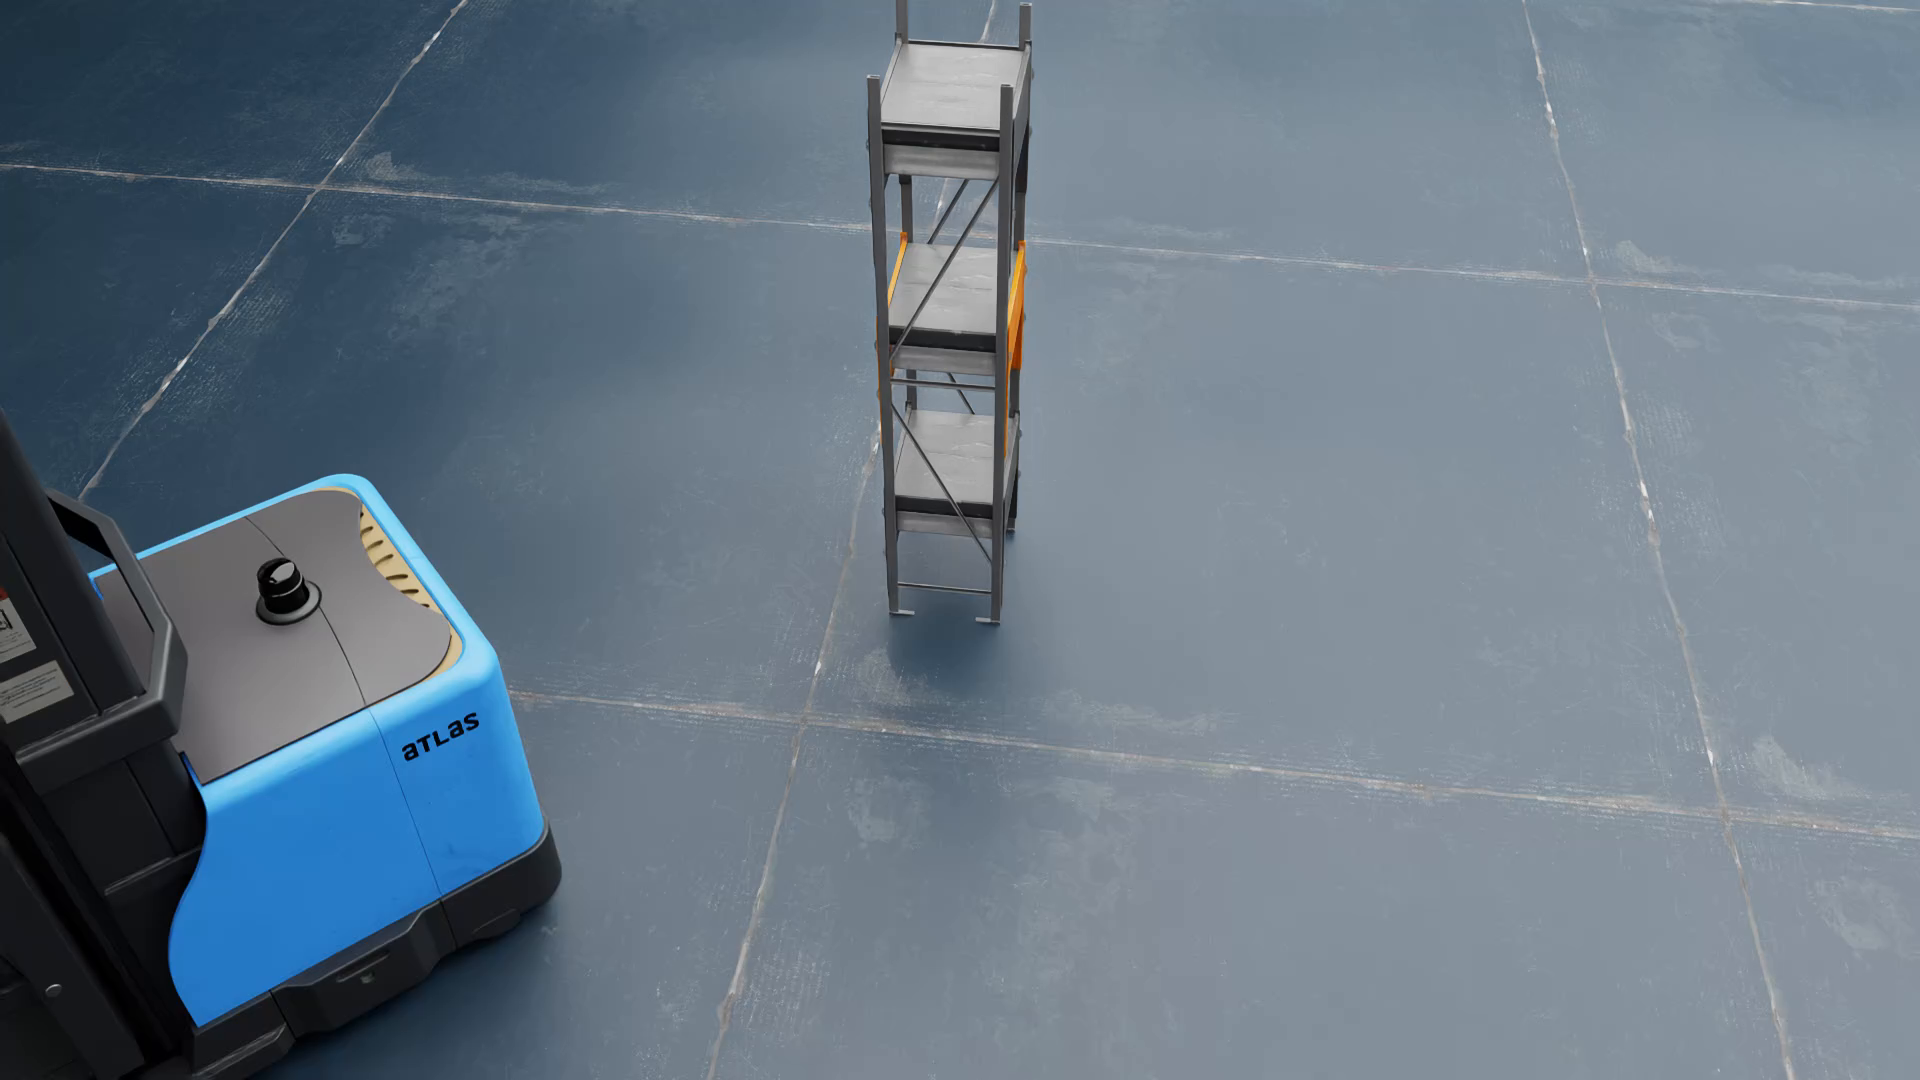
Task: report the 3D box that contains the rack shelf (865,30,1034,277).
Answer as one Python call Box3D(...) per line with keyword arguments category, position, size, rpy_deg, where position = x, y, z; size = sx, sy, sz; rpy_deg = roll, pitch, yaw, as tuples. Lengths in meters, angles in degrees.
Box3D(category="rack shelf", position=(-0.022, -1.148, 4.937), size=(0.431, 0.518, 0.480), rpy_deg=(5, 44, 6))

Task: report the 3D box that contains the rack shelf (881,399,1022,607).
Box3D(category="rack shelf", position=(-0.022, -0.131, 5.900), size=(0.431, 0.518, 0.480), rpy_deg=(5, 44, 6))

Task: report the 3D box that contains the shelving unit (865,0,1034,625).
Box3D(category="shelving unit", position=(-0.022, -0.650, 5.409), size=(0.431, 2.100, 0.503), rpy_deg=(5, 44, 6))

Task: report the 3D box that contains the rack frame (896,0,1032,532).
Box3D(category="rack frame", position=(0.010, -0.816, 5.585), size=(0.400, 2.100, 0.015), rpy_deg=(5, 44, 6))

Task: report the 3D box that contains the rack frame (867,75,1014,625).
Box3D(category="rack frame", position=(-0.054, -0.483, 5.233), size=(0.400, 2.100, 0.015), rpy_deg=(5, 44, 6))

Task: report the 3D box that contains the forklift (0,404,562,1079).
Box3D(category="forklift", position=(-2.697, 0.365, 3.732), size=(3.031, 2.935, 1.130), rpy_deg=(-27, 50, -26))

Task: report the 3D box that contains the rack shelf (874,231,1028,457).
Box3D(category="rack shelf", position=(-0.022, -0.640, 5.418), size=(0.431, 0.518, 0.480), rpy_deg=(5, 44, 6))
